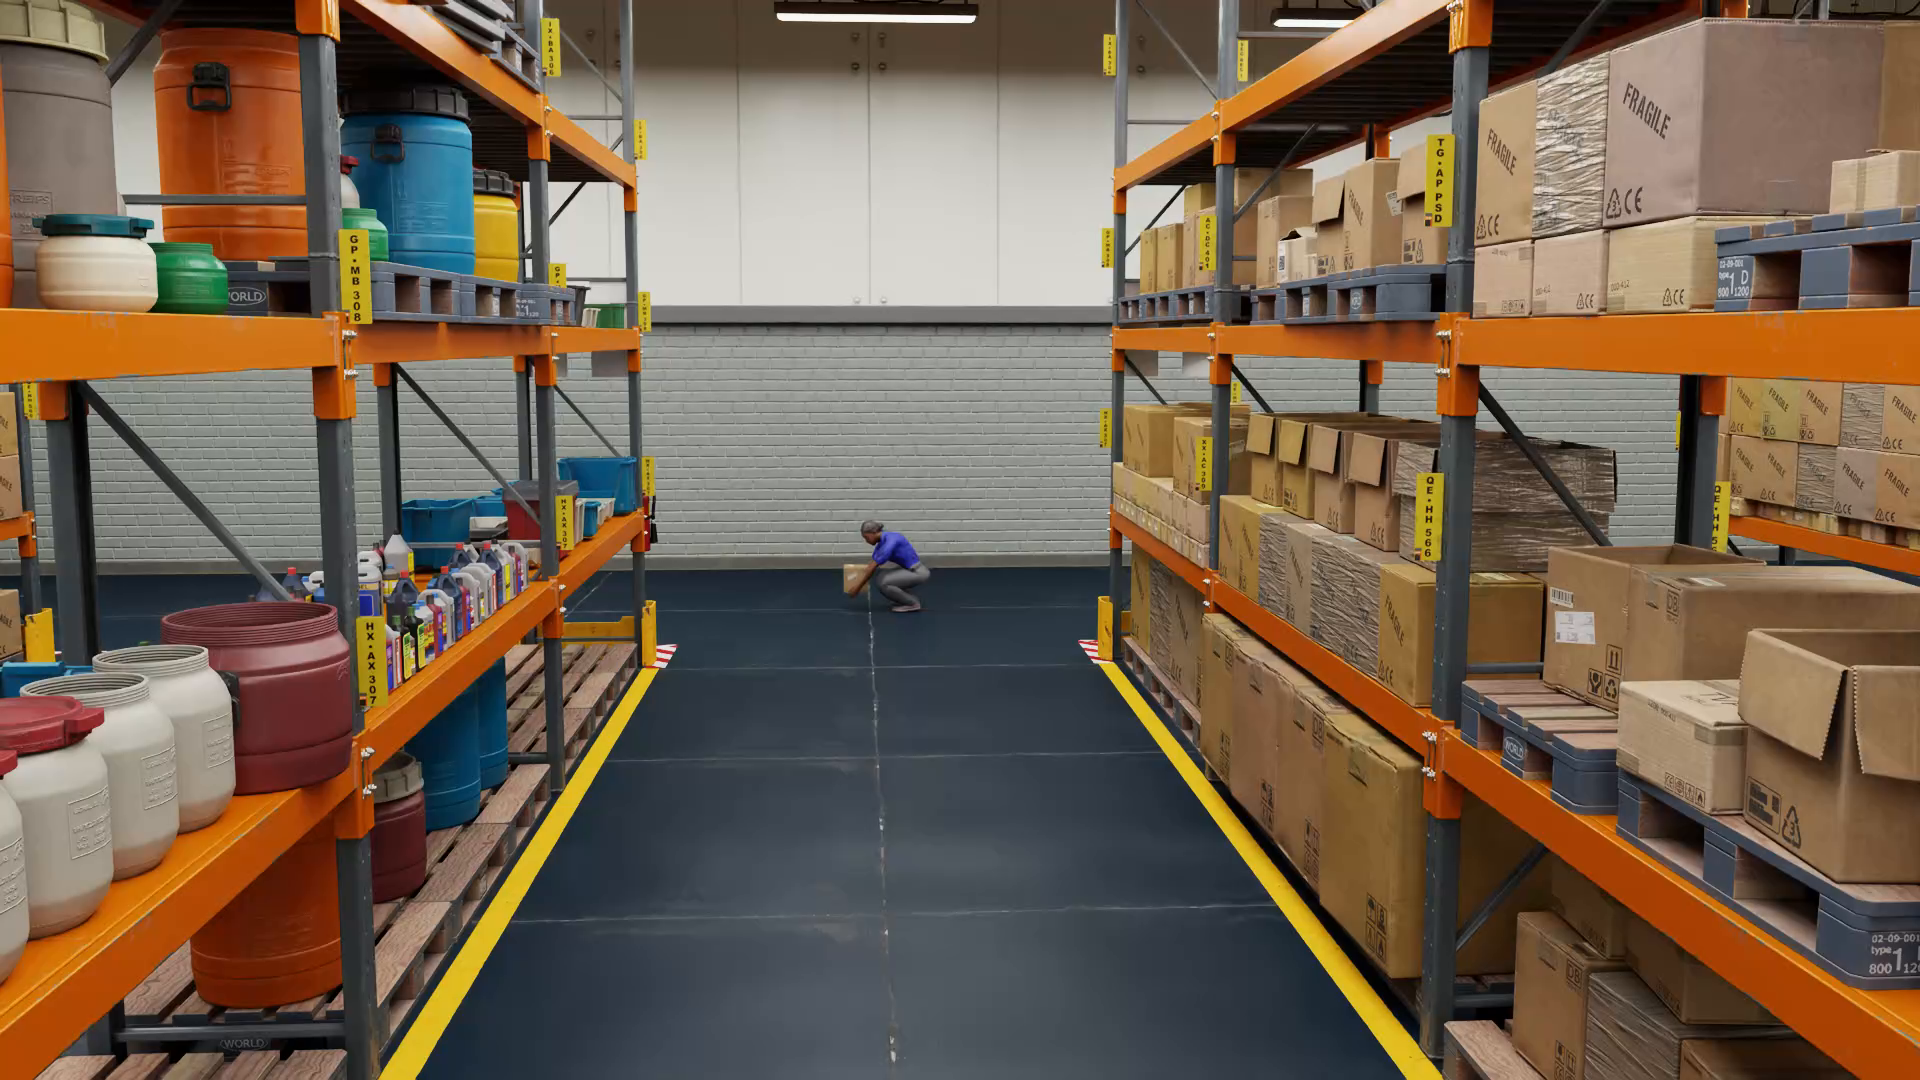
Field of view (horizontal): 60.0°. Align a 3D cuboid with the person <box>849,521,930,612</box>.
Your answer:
[{"bbox_3d":[-0.711,0.256,16.758,0.825,0.928,0.488,-1,7,-4],"label":"person"}]
